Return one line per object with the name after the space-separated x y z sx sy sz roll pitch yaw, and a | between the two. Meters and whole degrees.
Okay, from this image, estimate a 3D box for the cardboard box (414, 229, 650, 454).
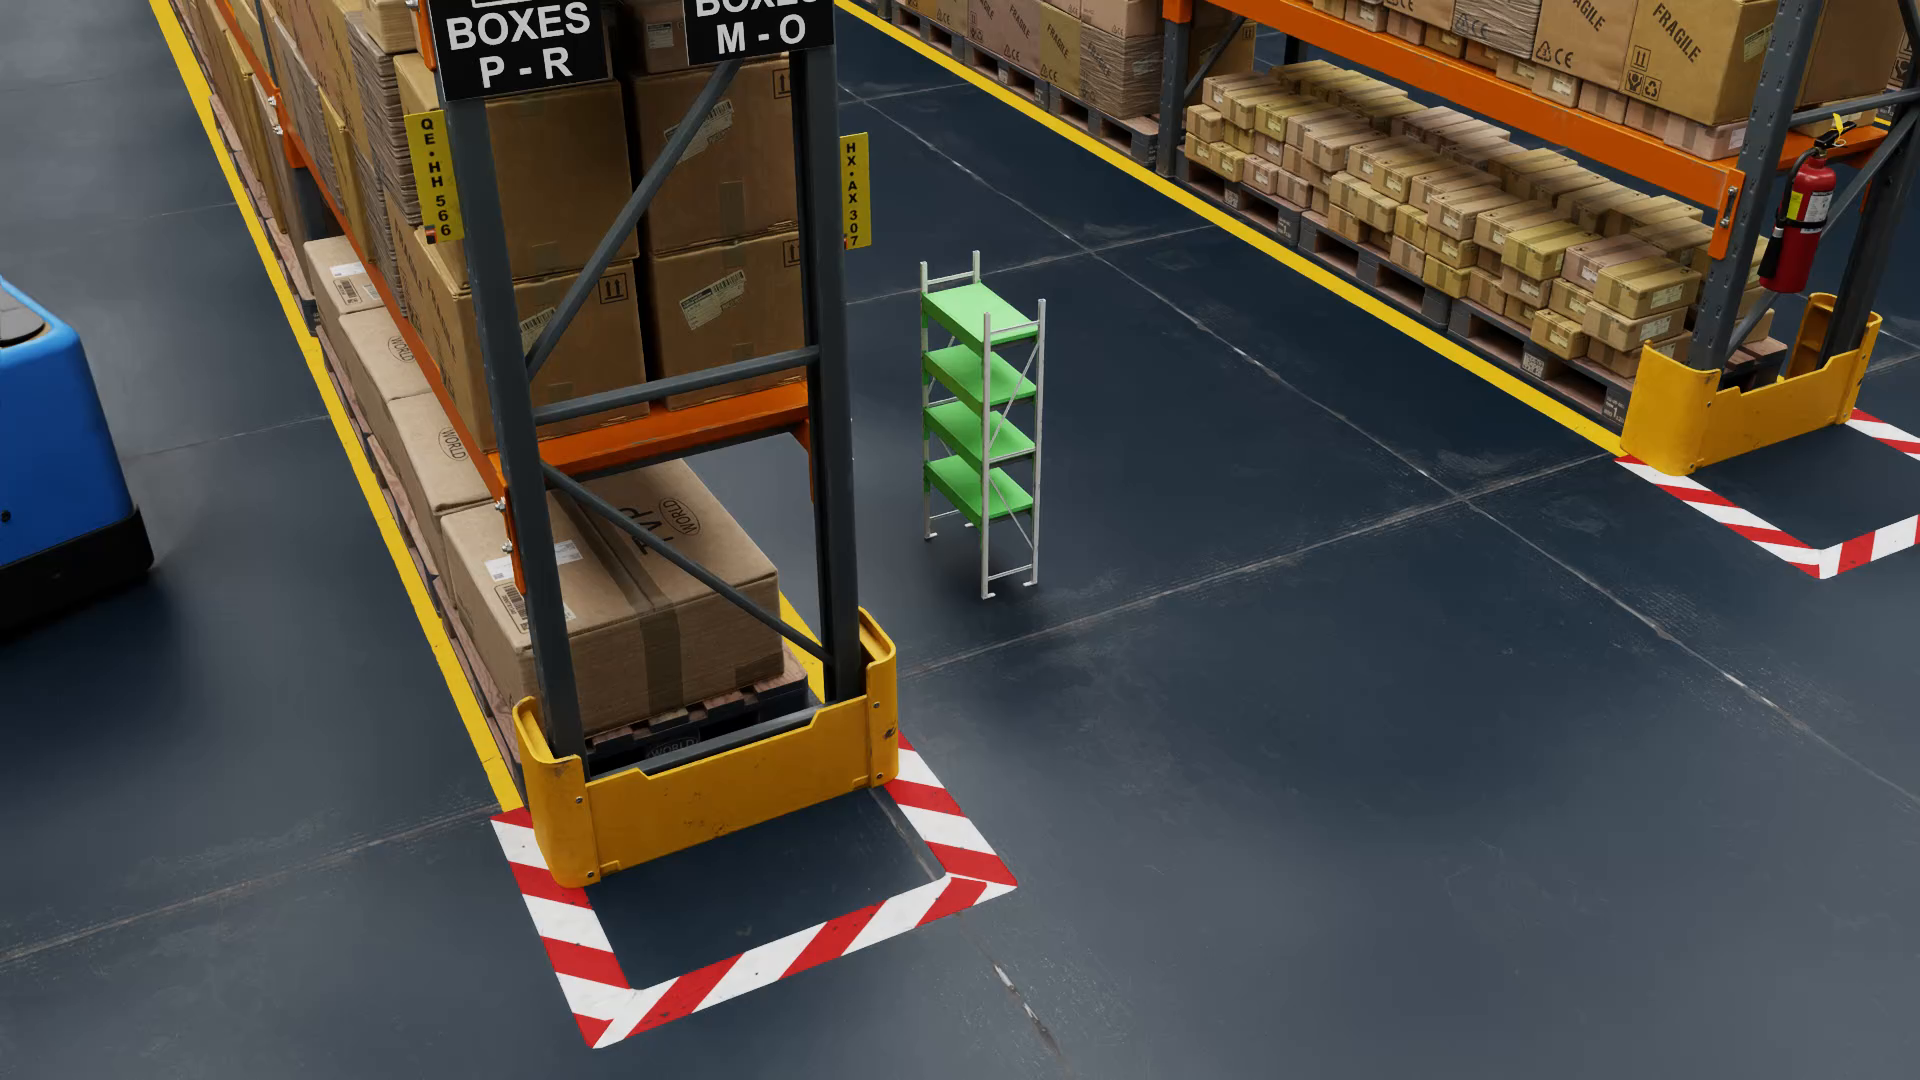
-1.248 -0.630 4.860 0.500 0.500 0.500 -16 36 -23 | cardboard box

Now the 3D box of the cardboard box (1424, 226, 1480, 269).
2.548 -1.490 8.273 0.380 0.149 0.250 -15 36 -22 | cardboard box

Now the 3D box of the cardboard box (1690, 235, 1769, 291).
3.599 -1.280 7.669 0.380 0.149 0.250 -18 37 -25 | cardboard box

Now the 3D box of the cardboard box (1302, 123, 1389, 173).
2.081 -2.121 8.982 0.380 0.149 0.250 -15 36 -22 | cardboard box

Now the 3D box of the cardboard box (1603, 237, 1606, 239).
3.256 -1.373 8.090 0.380 0.149 0.250 -15 36 -23 | cardboard box

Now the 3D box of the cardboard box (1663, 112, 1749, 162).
3.141 -1.696 6.849 0.380 0.149 0.250 -16 36 -23 | cardboard box

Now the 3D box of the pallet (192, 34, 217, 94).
-4.882 -3.441 11.925 1.003 0.211 1.213 -16 36 -23 | pallet

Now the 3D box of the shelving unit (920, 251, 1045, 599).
0.077 -0.426 6.303 0.258 1.200 0.503 -16 36 -23 | shelving unit

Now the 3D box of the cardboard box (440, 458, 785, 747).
-1.185 0.188 5.661 0.875 0.438 0.875 -17 36 -25 | cardboard box

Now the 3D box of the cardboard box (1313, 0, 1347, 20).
2.059 -2.816 8.598 0.380 0.149 0.250 -15 36 -22 | cardboard box

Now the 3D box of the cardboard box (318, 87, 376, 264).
-1.970 -1.359 5.998 0.500 0.500 0.500 -15 35 -22 | cardboard box

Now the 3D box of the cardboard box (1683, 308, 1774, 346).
3.582 -1.024 7.822 0.380 0.149 0.250 -15 36 -22 | cardboard box

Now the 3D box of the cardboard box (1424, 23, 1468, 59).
2.480 -2.455 8.035 0.380 0.149 0.250 -15 36 -22 | cardboard box

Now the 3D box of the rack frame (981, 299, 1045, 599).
0.191 -0.310 6.121 0.240 1.200 0.015 -16 36 -23 | rack frame

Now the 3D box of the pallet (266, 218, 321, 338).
-3.080 -1.508 8.908 1.003 0.211 1.213 -16 36 -23 | pallet

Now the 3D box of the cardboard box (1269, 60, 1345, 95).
2.074 -2.749 9.962 0.380 0.149 0.250 -15 36 -22 | cardboard box

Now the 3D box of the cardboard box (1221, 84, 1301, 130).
1.731 -2.490 9.558 0.380 0.149 0.250 -14 35 -21 | cardboard box

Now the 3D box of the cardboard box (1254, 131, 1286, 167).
1.907 -2.269 9.489 0.380 0.149 0.250 -16 36 -23 | cardboard box

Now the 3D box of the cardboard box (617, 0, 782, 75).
-0.710 -1.399 4.533 0.380 0.149 0.250 -15 36 -22 | cardboard box

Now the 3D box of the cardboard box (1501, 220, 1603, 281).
2.772 -1.359 7.793 0.380 0.149 0.250 -17 36 -24 | cardboard box

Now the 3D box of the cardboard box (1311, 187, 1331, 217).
2.168 -1.887 9.169 0.380 0.149 0.250 -17 37 -25 | cardboard box

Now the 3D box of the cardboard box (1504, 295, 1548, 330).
2.857 -1.137 7.998 0.380 0.149 0.250 -16 36 -23 | cardboard box

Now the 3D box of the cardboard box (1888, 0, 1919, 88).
6.769 -3.343 10.768 0.875 0.875 0.875 -16 36 -23 | cardboard box

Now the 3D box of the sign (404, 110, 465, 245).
-1.276 -0.881 4.052 0.100 0.325 0.005 -16 36 -23 | sign

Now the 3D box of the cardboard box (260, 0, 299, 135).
-2.667 -2.085 7.131 0.500 0.500 0.500 -15 35 -22 | cardboard box

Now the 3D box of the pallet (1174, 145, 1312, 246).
2.022 -2.140 9.895 1.003 0.211 1.213 -16 36 -23 | pallet

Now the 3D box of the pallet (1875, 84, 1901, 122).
6.398 -3.269 11.656 1.003 0.211 1.213 -16 36 -23 | pallet

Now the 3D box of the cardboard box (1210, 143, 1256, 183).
1.687 -2.221 9.690 0.380 0.149 0.250 -15 35 -22 | cardboard box

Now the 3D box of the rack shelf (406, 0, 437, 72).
-1.722 -2.339 5.506 1.077 0.370 4.000 -16 36 -23 | rack shelf

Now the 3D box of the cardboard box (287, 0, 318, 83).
-2.187 -2.018 6.099 0.500 0.500 0.500 -15 36 -22 | cardboard box

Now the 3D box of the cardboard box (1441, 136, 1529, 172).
2.766 -1.999 8.791 0.380 0.149 0.250 -16 36 -23 | cardboard box

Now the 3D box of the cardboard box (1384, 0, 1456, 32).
2.402 -2.762 7.911 0.500 0.500 0.500 -14 35 -21 | cardboard box

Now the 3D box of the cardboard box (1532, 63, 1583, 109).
2.788 -2.056 7.411 0.380 0.149 0.250 -15 36 -22 | cardboard box

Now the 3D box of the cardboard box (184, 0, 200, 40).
-5.125 -3.934 12.157 0.950 0.372 0.625 -17 36 -24 | cardboard box

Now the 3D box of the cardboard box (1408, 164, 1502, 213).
2.508 -1.766 8.429 0.380 0.149 0.250 -17 36 -25 | cardboard box

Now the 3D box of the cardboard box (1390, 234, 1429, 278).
2.446 -1.493 8.554 0.380 0.149 0.250 -15 36 -22 | cardboard box

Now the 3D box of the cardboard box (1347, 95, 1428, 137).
2.403 -2.376 9.381 0.380 0.149 0.250 -15 35 -22 | cardboard box

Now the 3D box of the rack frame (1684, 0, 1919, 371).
3.543 -1.717 6.650 1.000 3.000 0.127 -16 36 -23 | rack frame

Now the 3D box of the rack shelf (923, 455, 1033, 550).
0.077 -0.170 6.467 0.258 0.148 0.480 -16 36 -23 | rack shelf

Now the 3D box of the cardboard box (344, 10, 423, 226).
-1.494 -1.299 4.978 0.500 0.500 0.500 -16 36 -23 | cardboard box

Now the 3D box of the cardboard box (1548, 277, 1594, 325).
2.970 -1.137 7.722 0.380 0.149 0.250 -17 36 -24 | cardboard box

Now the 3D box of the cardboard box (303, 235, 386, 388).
-2.456 -1.104 7.679 0.875 0.438 0.875 -16 36 -24 | cardboard box

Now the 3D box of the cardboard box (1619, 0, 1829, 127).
3.106 -2.034 6.776 0.500 0.500 0.500 -15 36 -22 | cardboard box

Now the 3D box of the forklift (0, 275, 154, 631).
-4.554 -1.439 6.278 3.031 2.935 1.130 27 42 36 | forklift

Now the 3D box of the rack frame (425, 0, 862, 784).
-0.789 -0.424 4.631 1.000 3.000 0.127 -16 36 -23 | rack frame

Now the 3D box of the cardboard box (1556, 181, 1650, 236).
3.171 -1.631 8.217 0.380 0.149 0.250 -18 37 -25 | cardboard box

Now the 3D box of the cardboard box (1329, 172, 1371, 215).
2.199 -1.866 8.859 0.380 0.149 0.250 -16 36 -23 | cardboard box

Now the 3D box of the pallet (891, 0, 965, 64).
0.176 -3.988 12.778 1.003 0.211 1.213 -16 36 -23 | pallet

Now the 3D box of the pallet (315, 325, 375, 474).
-2.369 -0.776 7.766 1.003 0.211 1.213 -16 36 -23 | pallet

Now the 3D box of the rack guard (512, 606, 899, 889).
-0.778 0.640 5.288 1.175 0.500 0.348 -16 36 -23 | rack guard

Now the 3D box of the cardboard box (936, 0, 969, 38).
0.155 -4.019 12.170 0.500 0.500 0.500 -15 36 -23 | cardboard box

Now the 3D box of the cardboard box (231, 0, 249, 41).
-3.323 -2.664 8.266 0.500 0.250 0.500 -16 36 -24 | cardboard box

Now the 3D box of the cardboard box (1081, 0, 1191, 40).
1.107 -3.358 10.444 0.500 0.250 0.500 -17 36 -24 | cardboard box

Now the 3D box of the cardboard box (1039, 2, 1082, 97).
0.871 -3.285 11.025 0.500 0.500 0.500 -17 36 -24 | cardboard box

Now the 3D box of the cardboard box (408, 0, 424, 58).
-1.273 -1.396 4.528 0.380 0.149 0.250 -15 36 -22 | cardboard box

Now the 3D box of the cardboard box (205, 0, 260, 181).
-3.858 -2.747 9.837 0.875 0.875 0.875 -15 36 -23 | cardboard box
